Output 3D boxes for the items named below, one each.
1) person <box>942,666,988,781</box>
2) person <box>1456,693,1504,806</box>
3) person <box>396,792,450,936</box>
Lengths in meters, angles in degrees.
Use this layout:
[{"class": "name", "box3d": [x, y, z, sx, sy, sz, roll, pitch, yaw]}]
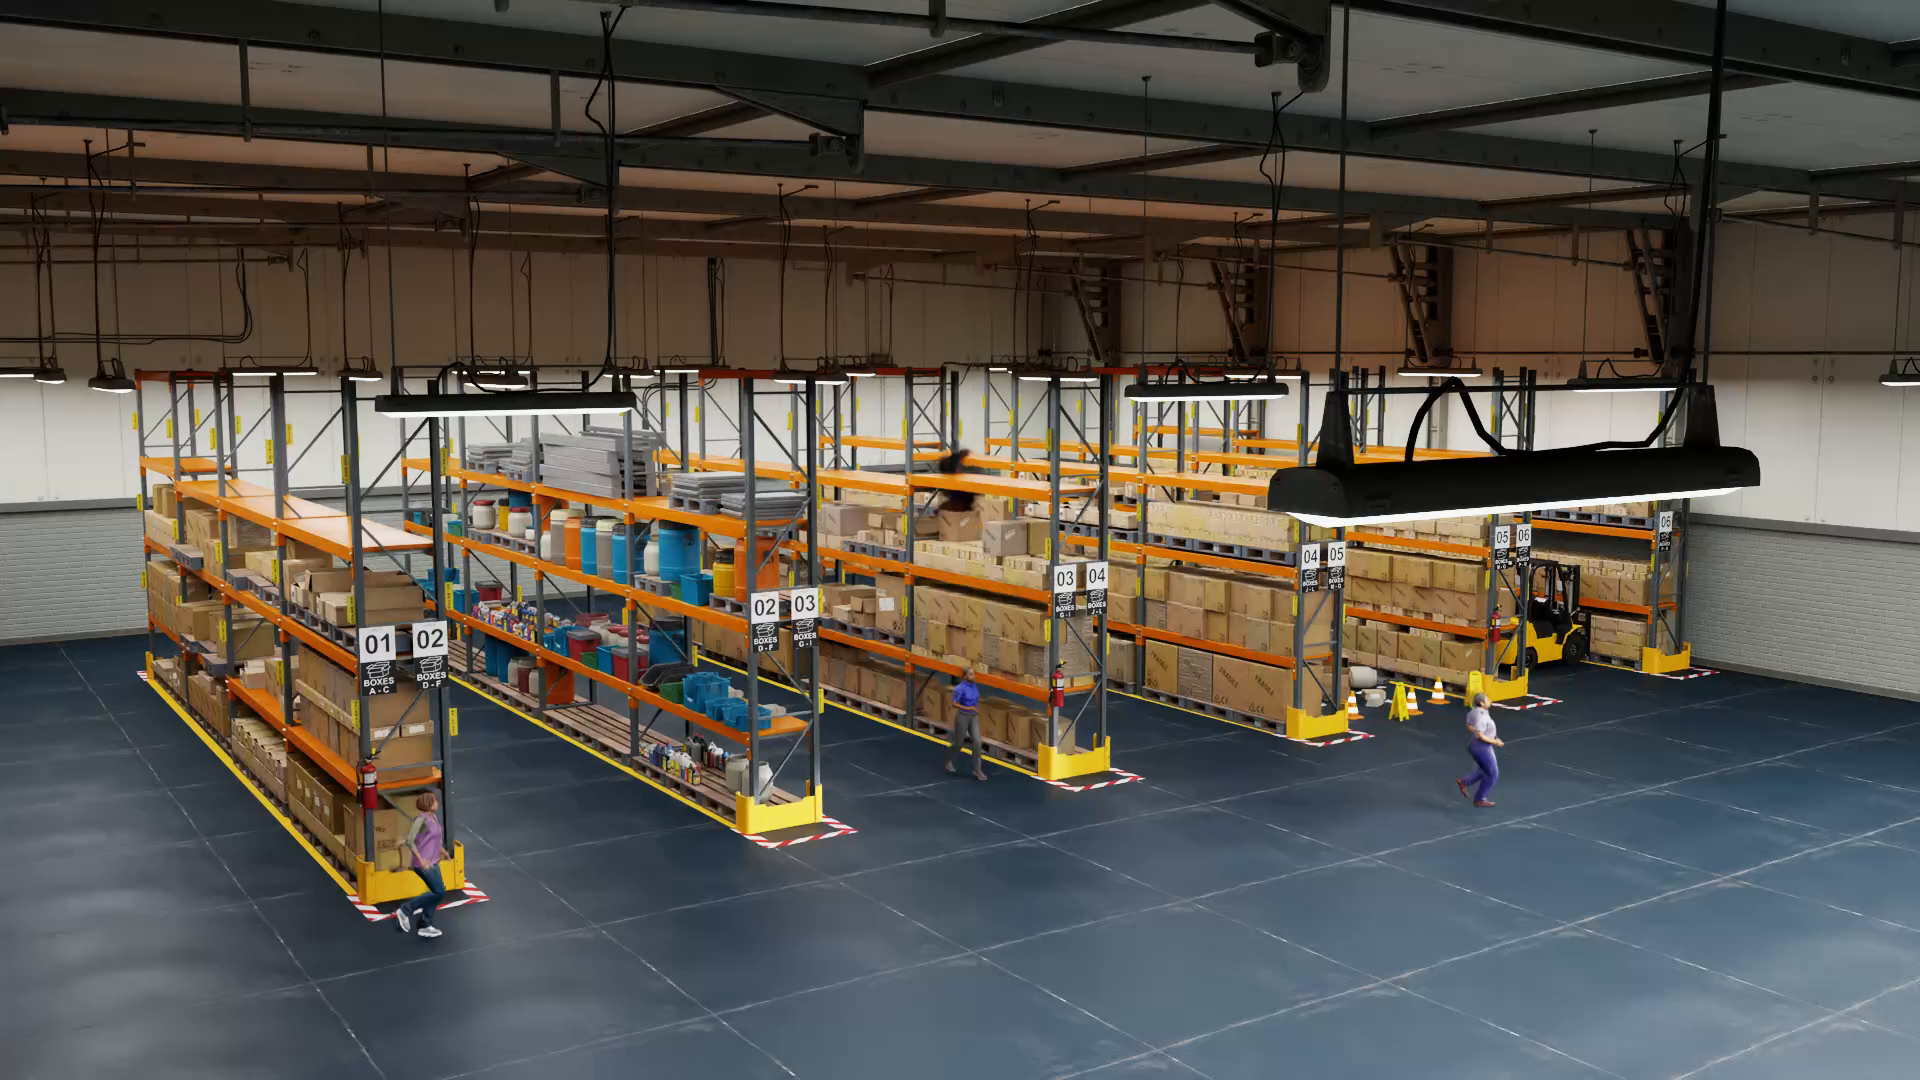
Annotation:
[{"class": "person", "box3d": [0.076, 2.720, 24.816, 0.576, 1.674, 0.841, -6, 9, -41]}, {"class": "person", "box3d": [7.275, 2.920, 23.245, 0.575, 1.596, 0.604, 1, 6, 5]}, {"class": "person", "box3d": [-5.837, 3.523, 18.168, 0.486, 1.536, 0.587, 0, 6, -3]}]
